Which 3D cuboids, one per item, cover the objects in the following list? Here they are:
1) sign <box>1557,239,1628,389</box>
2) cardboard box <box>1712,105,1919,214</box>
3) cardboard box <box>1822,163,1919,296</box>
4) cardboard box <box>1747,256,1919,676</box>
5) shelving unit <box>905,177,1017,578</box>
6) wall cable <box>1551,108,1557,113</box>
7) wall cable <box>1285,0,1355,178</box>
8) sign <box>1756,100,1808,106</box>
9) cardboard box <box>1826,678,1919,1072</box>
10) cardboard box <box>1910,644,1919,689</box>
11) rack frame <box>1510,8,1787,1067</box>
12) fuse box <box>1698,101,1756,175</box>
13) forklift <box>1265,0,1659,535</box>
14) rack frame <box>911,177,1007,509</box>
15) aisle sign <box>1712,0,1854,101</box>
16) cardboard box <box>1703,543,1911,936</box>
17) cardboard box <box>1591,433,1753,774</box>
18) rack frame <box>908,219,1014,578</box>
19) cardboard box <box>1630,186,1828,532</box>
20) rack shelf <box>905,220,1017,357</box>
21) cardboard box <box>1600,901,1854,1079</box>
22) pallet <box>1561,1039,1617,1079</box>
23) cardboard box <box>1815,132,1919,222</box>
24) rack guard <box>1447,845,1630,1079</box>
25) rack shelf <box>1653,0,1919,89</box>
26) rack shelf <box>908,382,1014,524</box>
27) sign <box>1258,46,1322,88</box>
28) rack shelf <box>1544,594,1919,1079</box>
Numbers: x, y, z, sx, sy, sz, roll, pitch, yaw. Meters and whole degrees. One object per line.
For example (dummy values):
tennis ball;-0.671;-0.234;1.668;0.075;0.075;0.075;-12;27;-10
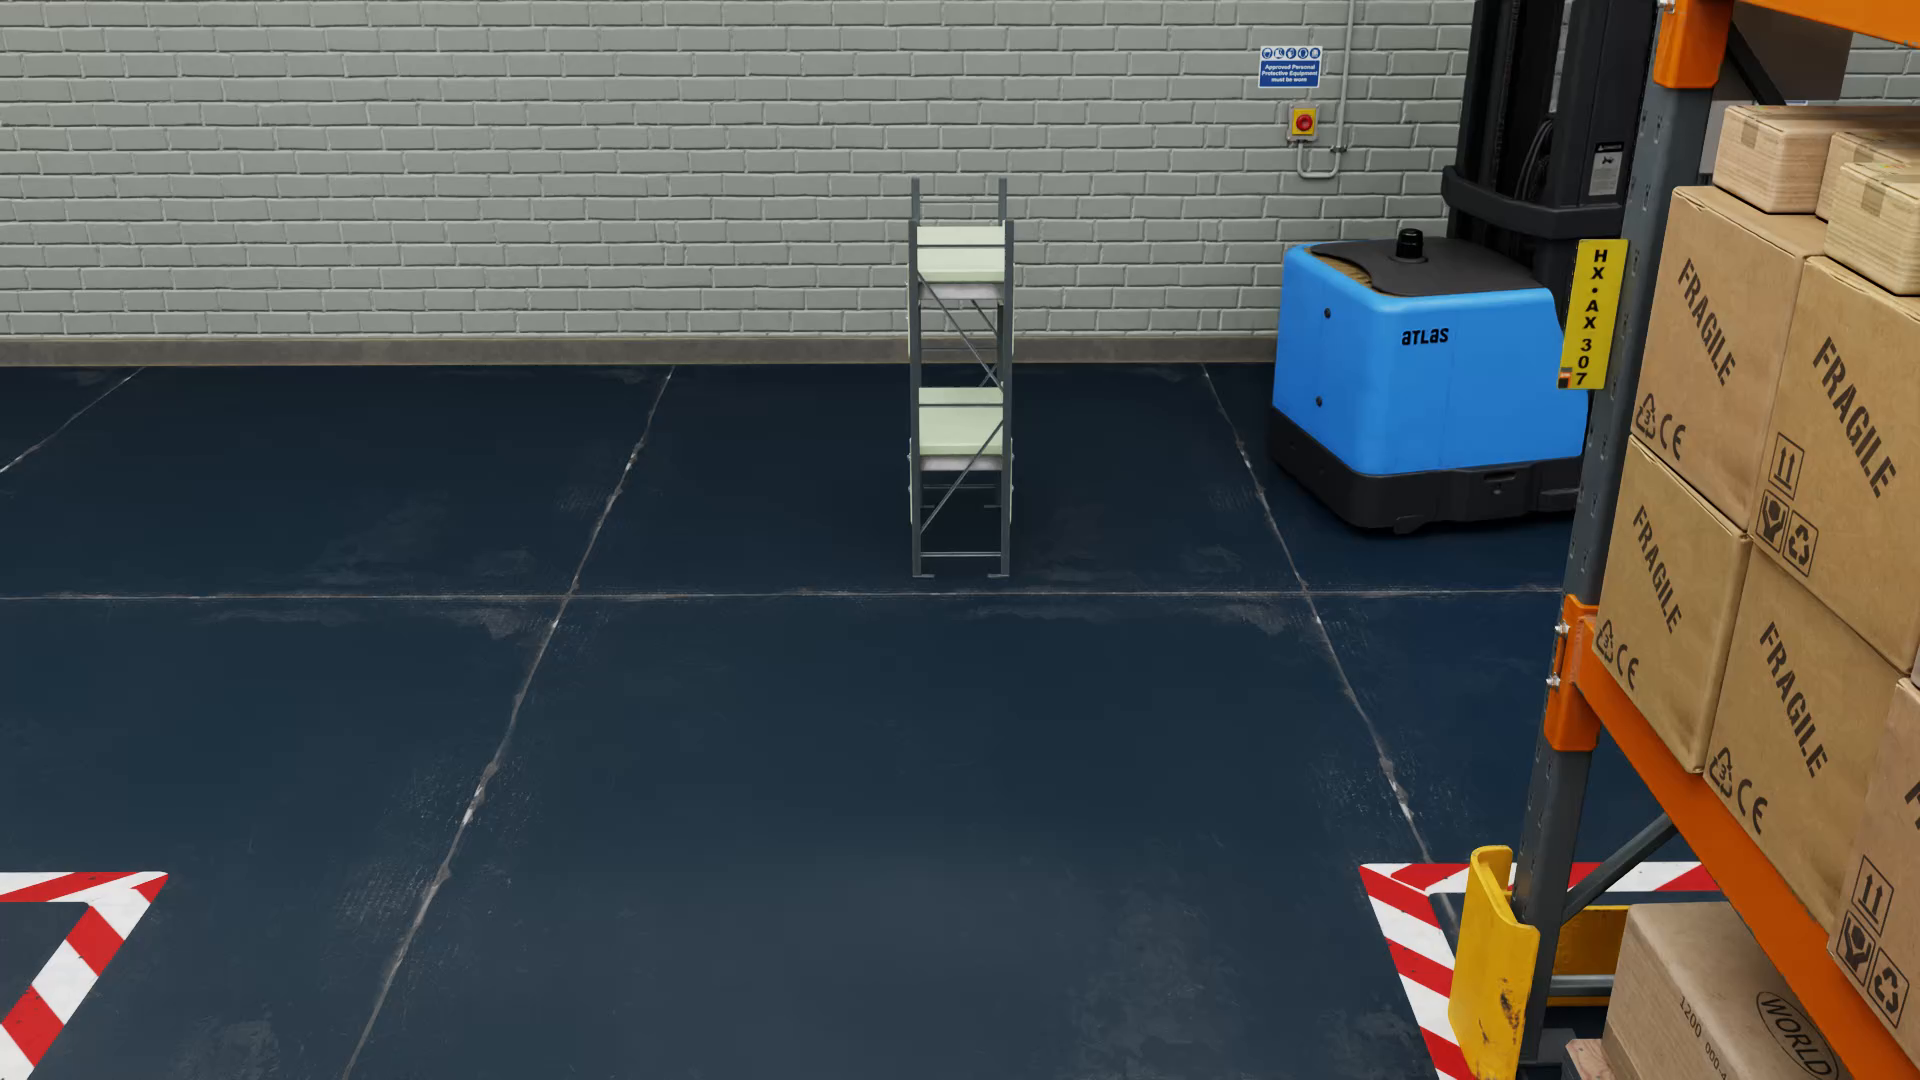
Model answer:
sign;1.334;-0.474;3.511;0.100;0.325;0.005;0;24;-1
cardboard box;1.616;-0.693;3.020;0.380;0.149;0.250;0;24;1
cardboard box;1.578;-0.477;2.544;0.380;0.149;0.250;0;24;1
cardboard box;1.622;-0.133;2.569;0.500;0.500;0.500;-1;24;-2
shelving unit;0.000;-0.681;6.935;0.431;1.500;0.755;0;24;-1
wall cable;3.222;-2.841;8.659;0.588;1.984;0.122;0;24;-1
wall cable;1.804;-2.844;8.627;0.585;1.953;0.123;0;24;-1
sign;4.398;-2.360;8.944;0.329;0.494;0.001;0;24;-1
cardboard box;1.628;0.528;2.321;0.500;0.500;0.500;0;24;-1
cardboard box;1.635;0.079;2.100;0.500;0.500;0.500;0;24;-1
rack frame;1.889;-0.043;3.706;1.000;3.000;0.127;0;24;-1
fuse box;3.906;-1.729;8.997;0.539;1.711;0.414;0;24;-1
forklift;3.048;-1.671;7.388;3.031;2.935;1.130;-6;25;-13
rack frame;-0.004;-0.831;7.268;0.400;1.500;0.023;0;24;-1
aisle sign;1.598;-1.256;3.233;0.394;0.787;0.004;0;24;-1
cardboard box;1.641;0.318;2.785;0.500;0.500;0.500;-1;24;-1
cardboard box;1.607;0.110;3.245;0.500;0.500;0.500;0;24;-1
rack frame;0.004;-0.530;6.601;0.400;1.500;0.023;0;24;-1
cardboard box;1.609;-0.346;3.039;0.500;0.500;0.500;-1;24;-2
rack shelf;0.000;-1.036;6.774;0.431;0.370;0.720;0;24;-1
cardboard box;1.996;1.204;3.547;0.875;0.438;0.875;-1;24;-2
pallet;1.976;1.556;3.553;1.003;0.211;1.213;0;24;-1
cardboard box;1.690;-0.585;2.782;0.380;0.149;0.250;0;24;1
rack guard;1.889;1.086;4.243;1.175;0.500;0.348;0;24;-1
rack shelf;1.911;-0.258;1.414;1.077;0.370;4.000;0;24;-1
rack shelf;0.000;-0.384;7.069;0.431;0.370;0.720;0;24;-1
sign;1.755;-2.515;8.843;0.327;0.218;0.001;0;24;-1
rack shelf;1.911;1.108;2.032;1.077;0.370;4.000;0;24;-1
